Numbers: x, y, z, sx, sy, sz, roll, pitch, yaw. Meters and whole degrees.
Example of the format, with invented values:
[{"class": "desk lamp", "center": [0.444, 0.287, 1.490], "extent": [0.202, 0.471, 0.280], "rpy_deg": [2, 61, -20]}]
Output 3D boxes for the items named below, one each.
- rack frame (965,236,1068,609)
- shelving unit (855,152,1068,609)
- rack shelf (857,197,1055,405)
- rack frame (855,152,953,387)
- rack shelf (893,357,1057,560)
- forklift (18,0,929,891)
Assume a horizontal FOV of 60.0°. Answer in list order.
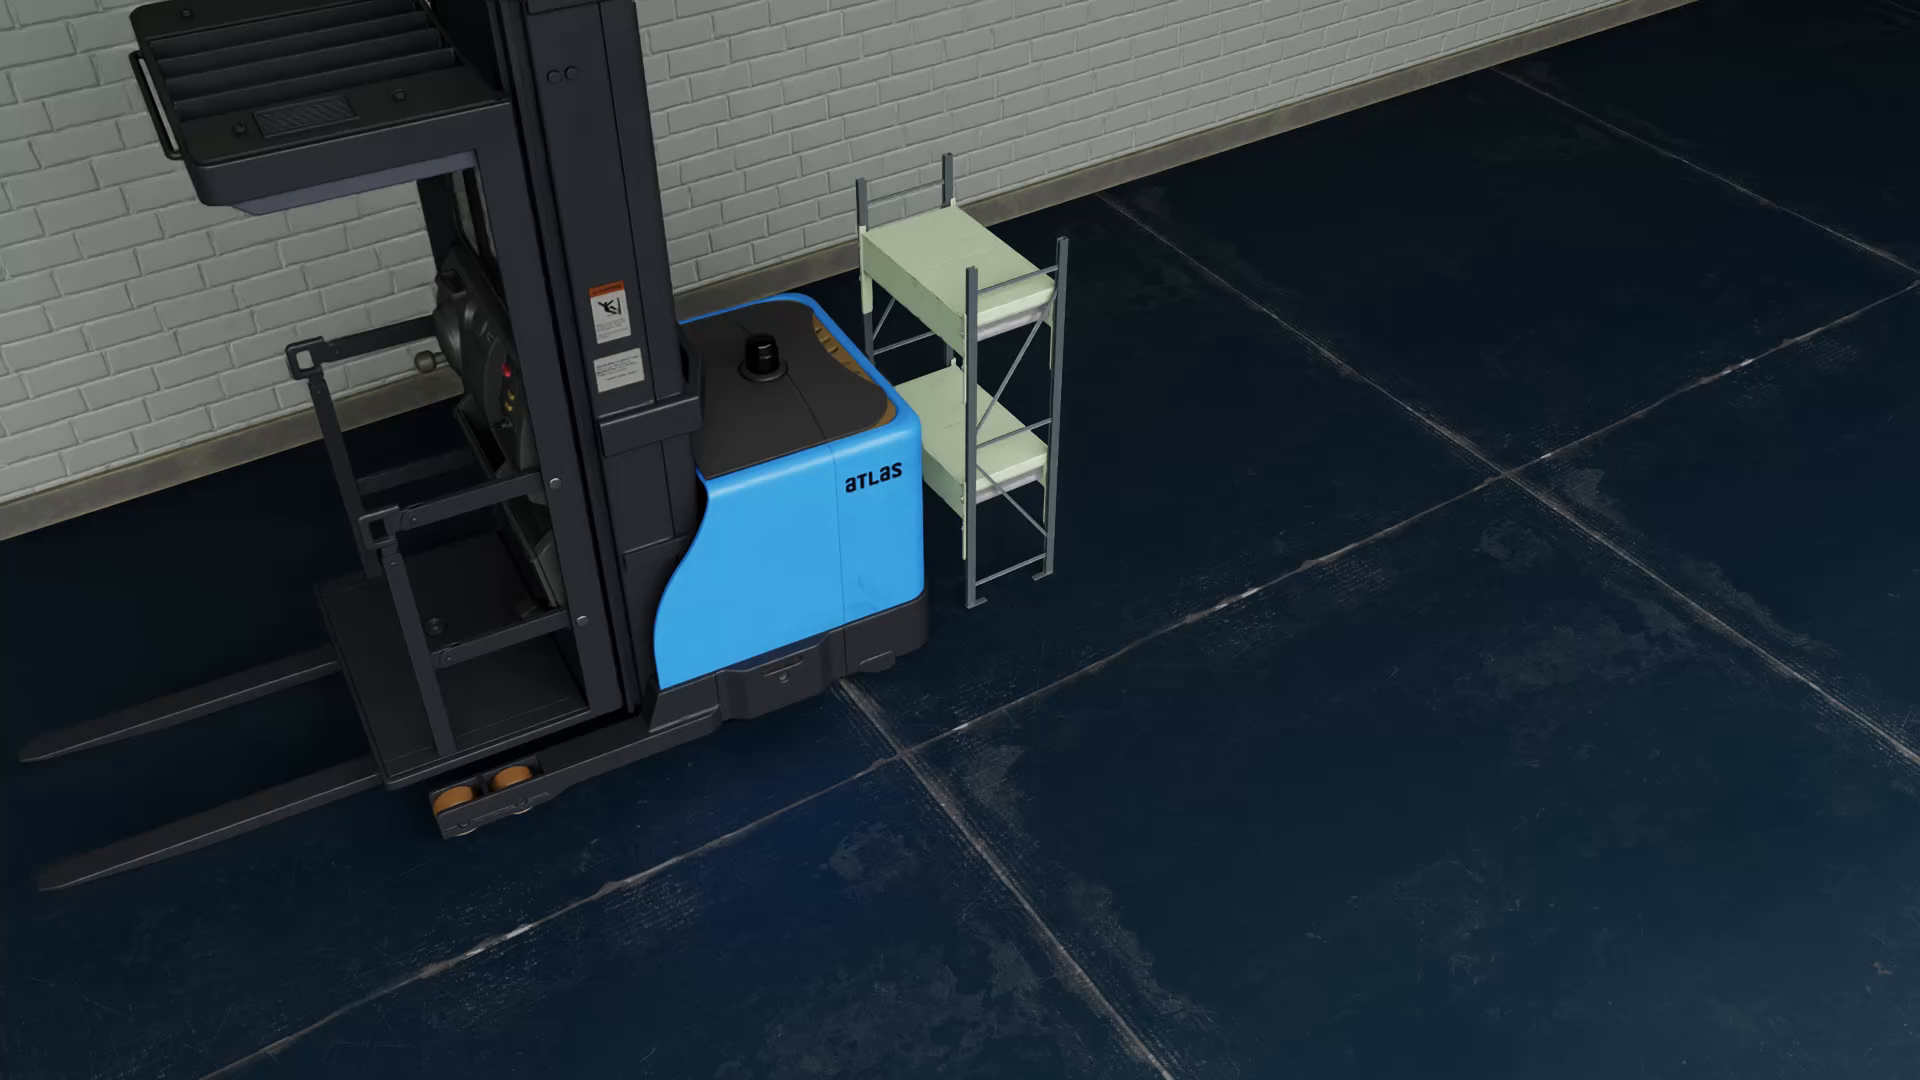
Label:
[{"class": "rack frame", "center": [0.193, -0.382, 6.037], "extent": [0.400, 1.500, 0.023], "rpy_deg": [-22, 45, -24]}, {"class": "shelving unit", "center": [-0.004, -0.580, 6.274], "extent": [0.431, 1.500, 0.755], "rpy_deg": [-22, 45, -24]}, {"class": "rack shelf", "center": [-0.004, -0.880, 6.024], "extent": [0.431, 0.370, 0.720], "rpy_deg": [-22, 45, -24]}, {"class": "rack frame", "center": [-0.200, -0.777, 6.511], "extent": [0.400, 1.500, 0.023], "rpy_deg": [-22, 45, -24]}, {"class": "rack shelf", "center": [-0.004, -0.329, 6.483], "extent": [0.431, 0.370, 0.720], "rpy_deg": [-22, 45, -24]}, {"class": "forklift", "center": [-1.659, -0.526, 5.092], "extent": [3.031, 2.935, 1.130], "rpy_deg": [-19, 43, -21]}]
